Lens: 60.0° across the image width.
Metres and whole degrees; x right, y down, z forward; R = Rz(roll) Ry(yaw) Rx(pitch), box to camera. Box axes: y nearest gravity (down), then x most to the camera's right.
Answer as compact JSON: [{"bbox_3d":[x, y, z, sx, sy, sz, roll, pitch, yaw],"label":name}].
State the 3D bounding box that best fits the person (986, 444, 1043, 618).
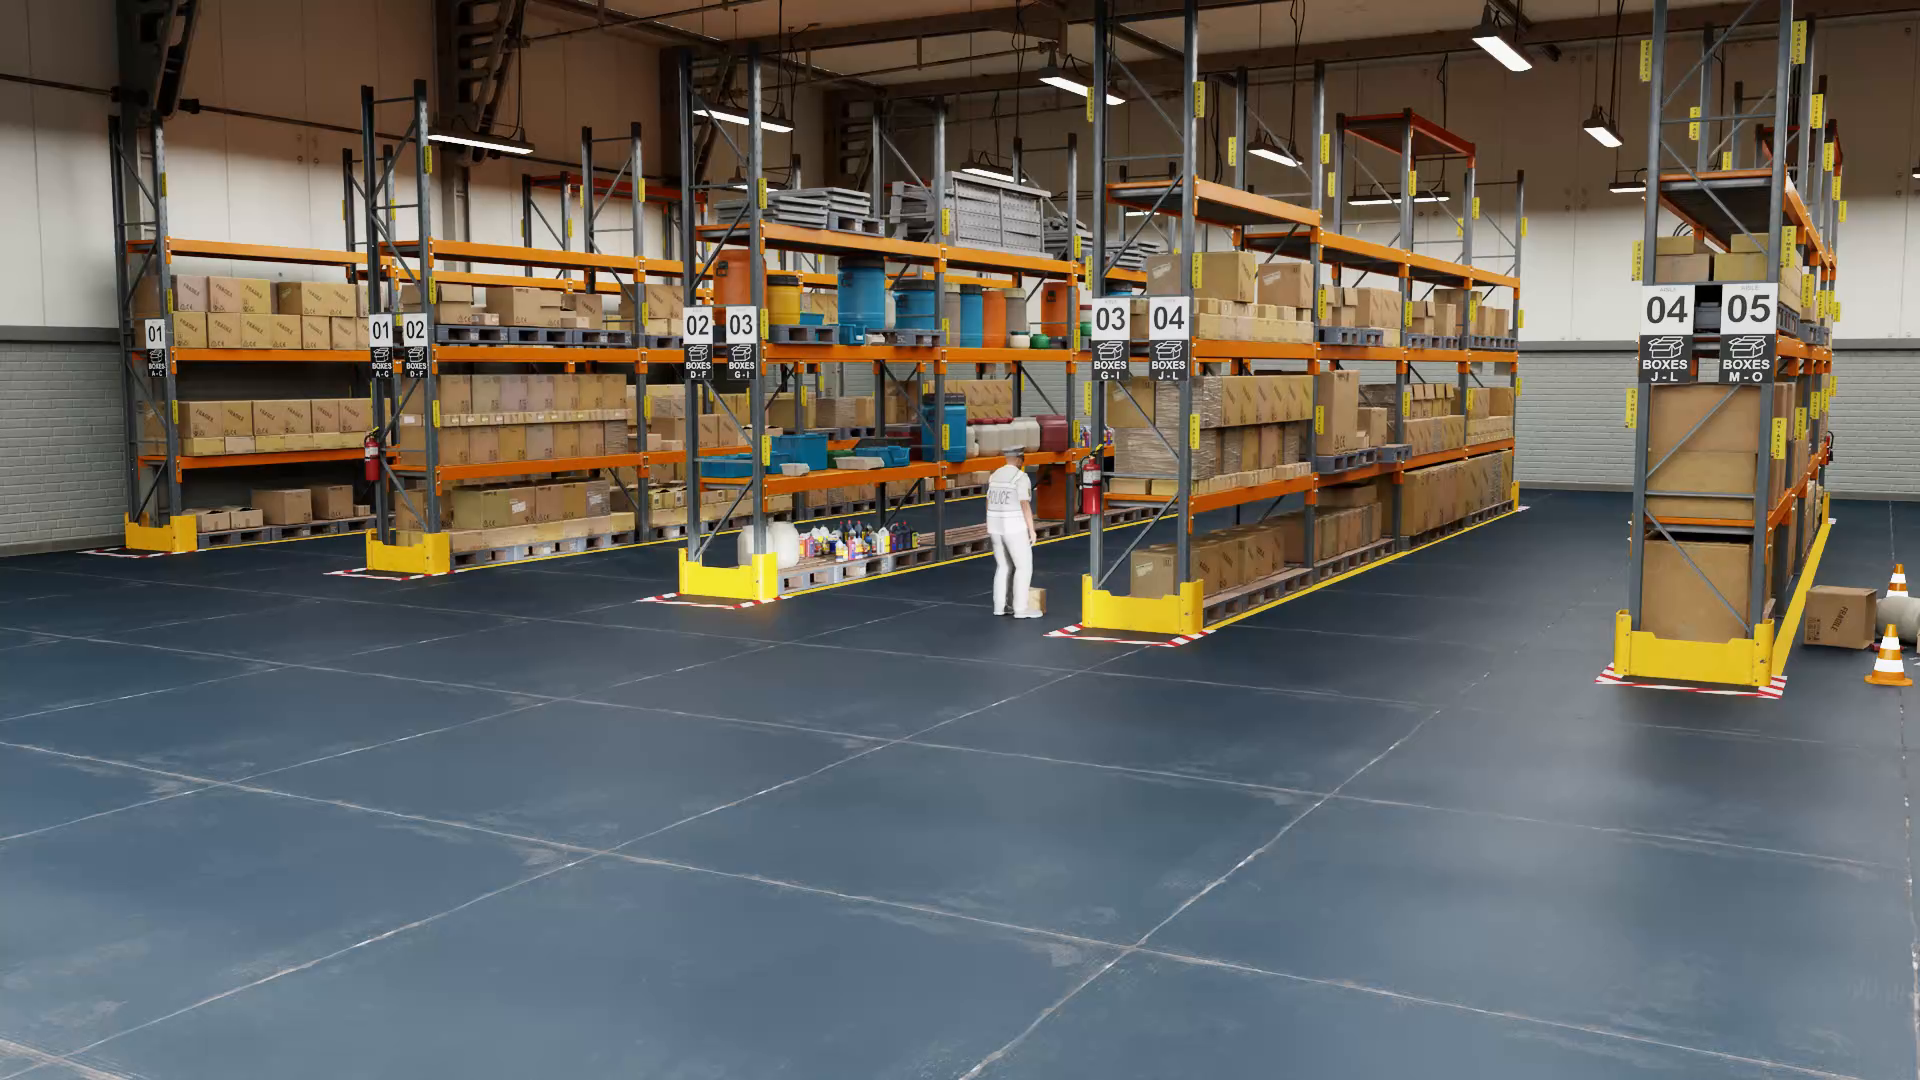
[{"bbox_3d":[0.516,-0.094,16.994,0.606,1.751,0.437,6,8,44],"label":"person"}]
